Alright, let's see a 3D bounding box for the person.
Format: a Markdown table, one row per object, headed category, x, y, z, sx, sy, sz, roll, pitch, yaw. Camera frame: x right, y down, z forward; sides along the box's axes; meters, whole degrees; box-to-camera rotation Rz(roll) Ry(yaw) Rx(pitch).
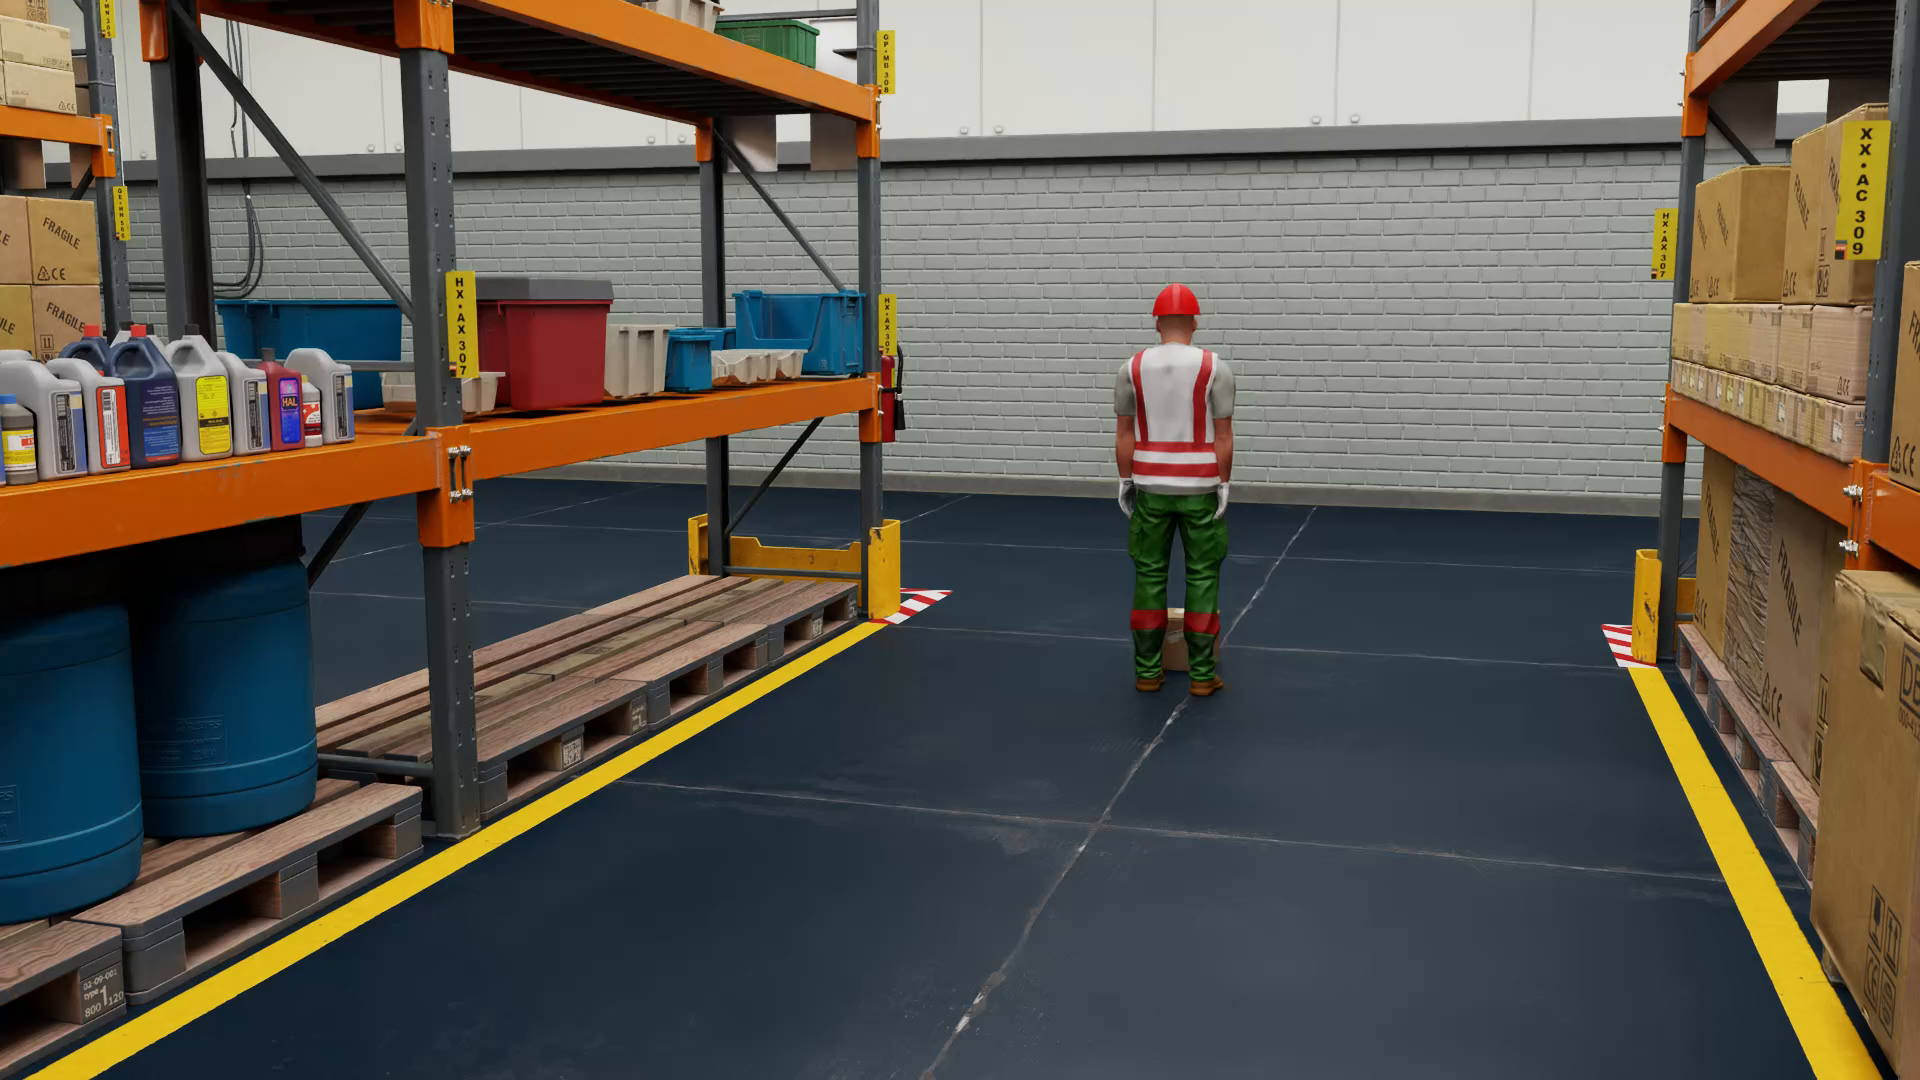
| category | x | y | z | sx | sy | sz | roll | pitch | yaw |
| --- | --- | --- | --- | --- | --- | --- | --- | --- | --- |
| person | 0.940 | -0.219 | 7.293 | 0.526 | 1.781 | 0.343 | 3 | 9 | 17 |
